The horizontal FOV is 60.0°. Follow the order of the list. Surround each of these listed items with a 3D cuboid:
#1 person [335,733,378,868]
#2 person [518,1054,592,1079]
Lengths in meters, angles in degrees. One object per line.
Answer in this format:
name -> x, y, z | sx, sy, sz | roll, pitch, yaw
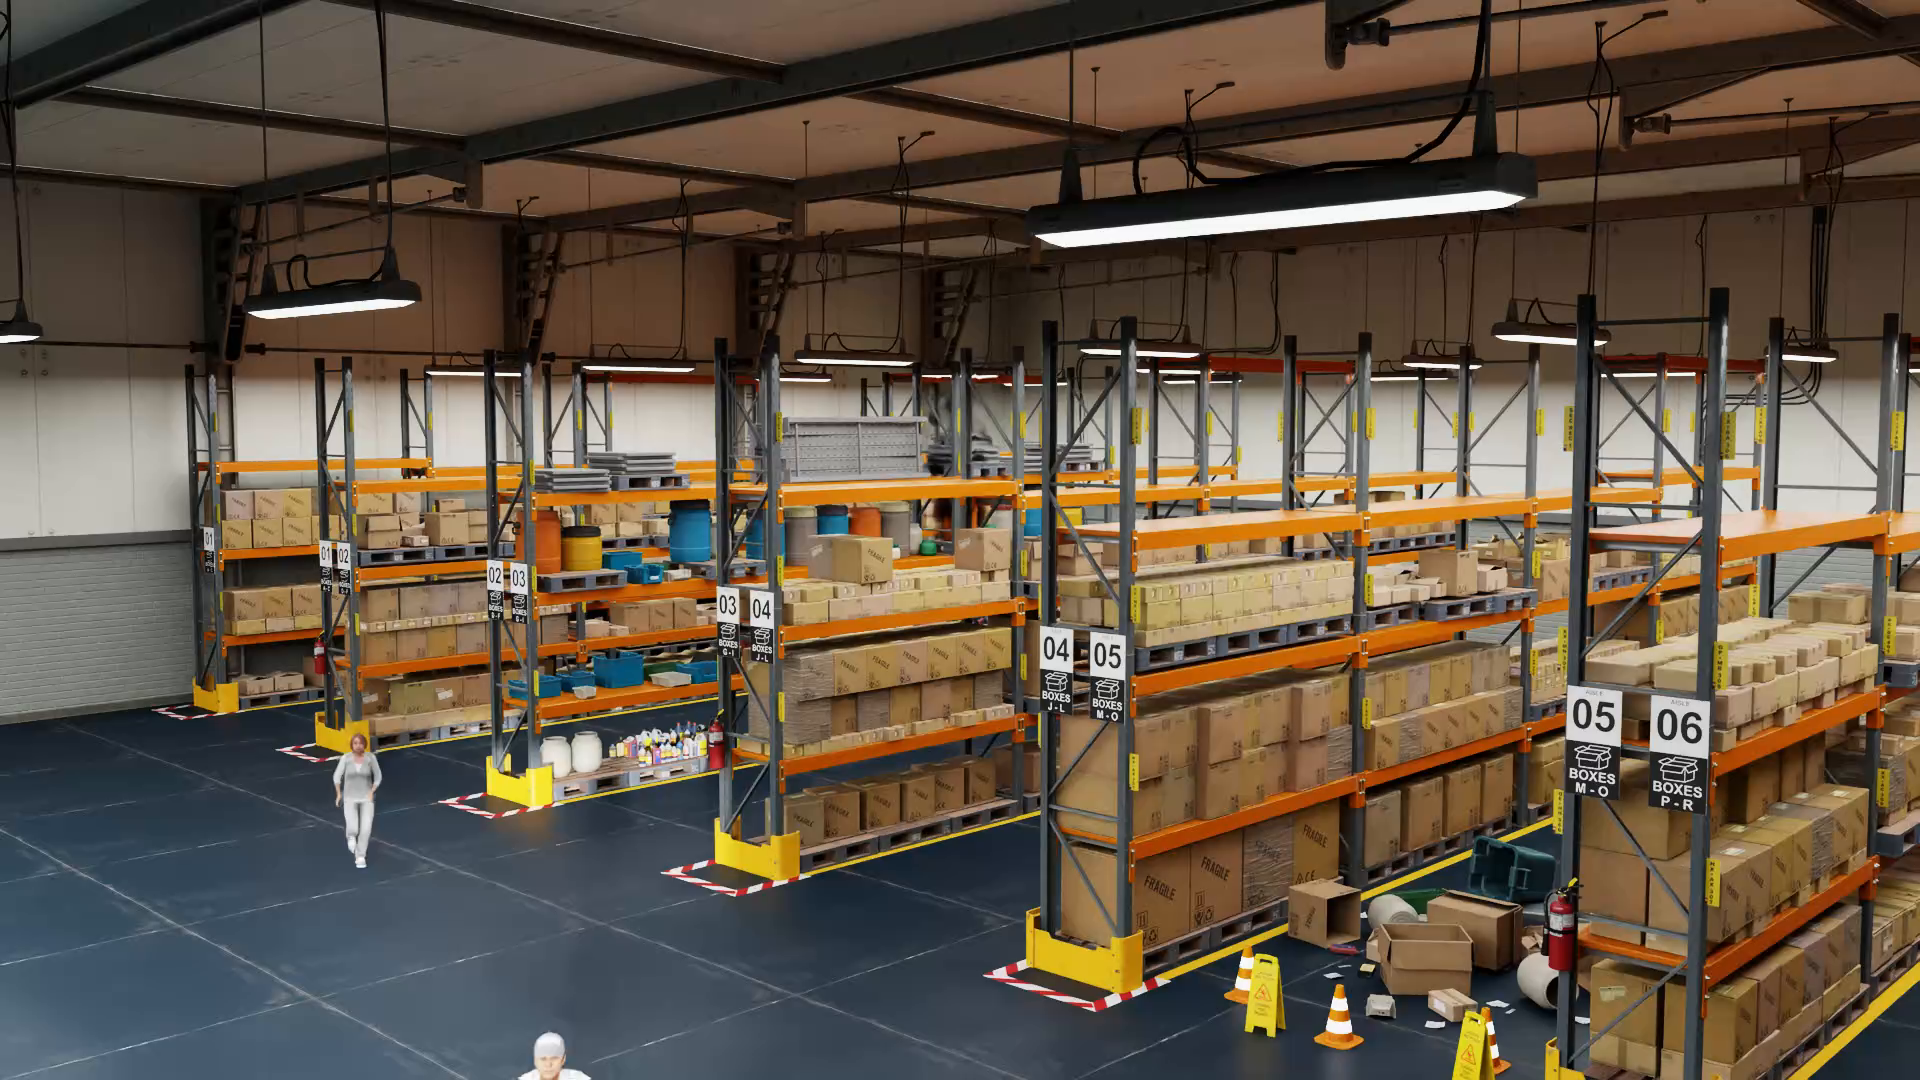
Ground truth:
person -> -6.845, 2.960, 18.892 | 0.484, 1.536, 0.578 | -2, 5, -22
person -> -2.355, 3.632, 9.575 | 0.613, 1.617, 0.547 | -1, 4, -8
